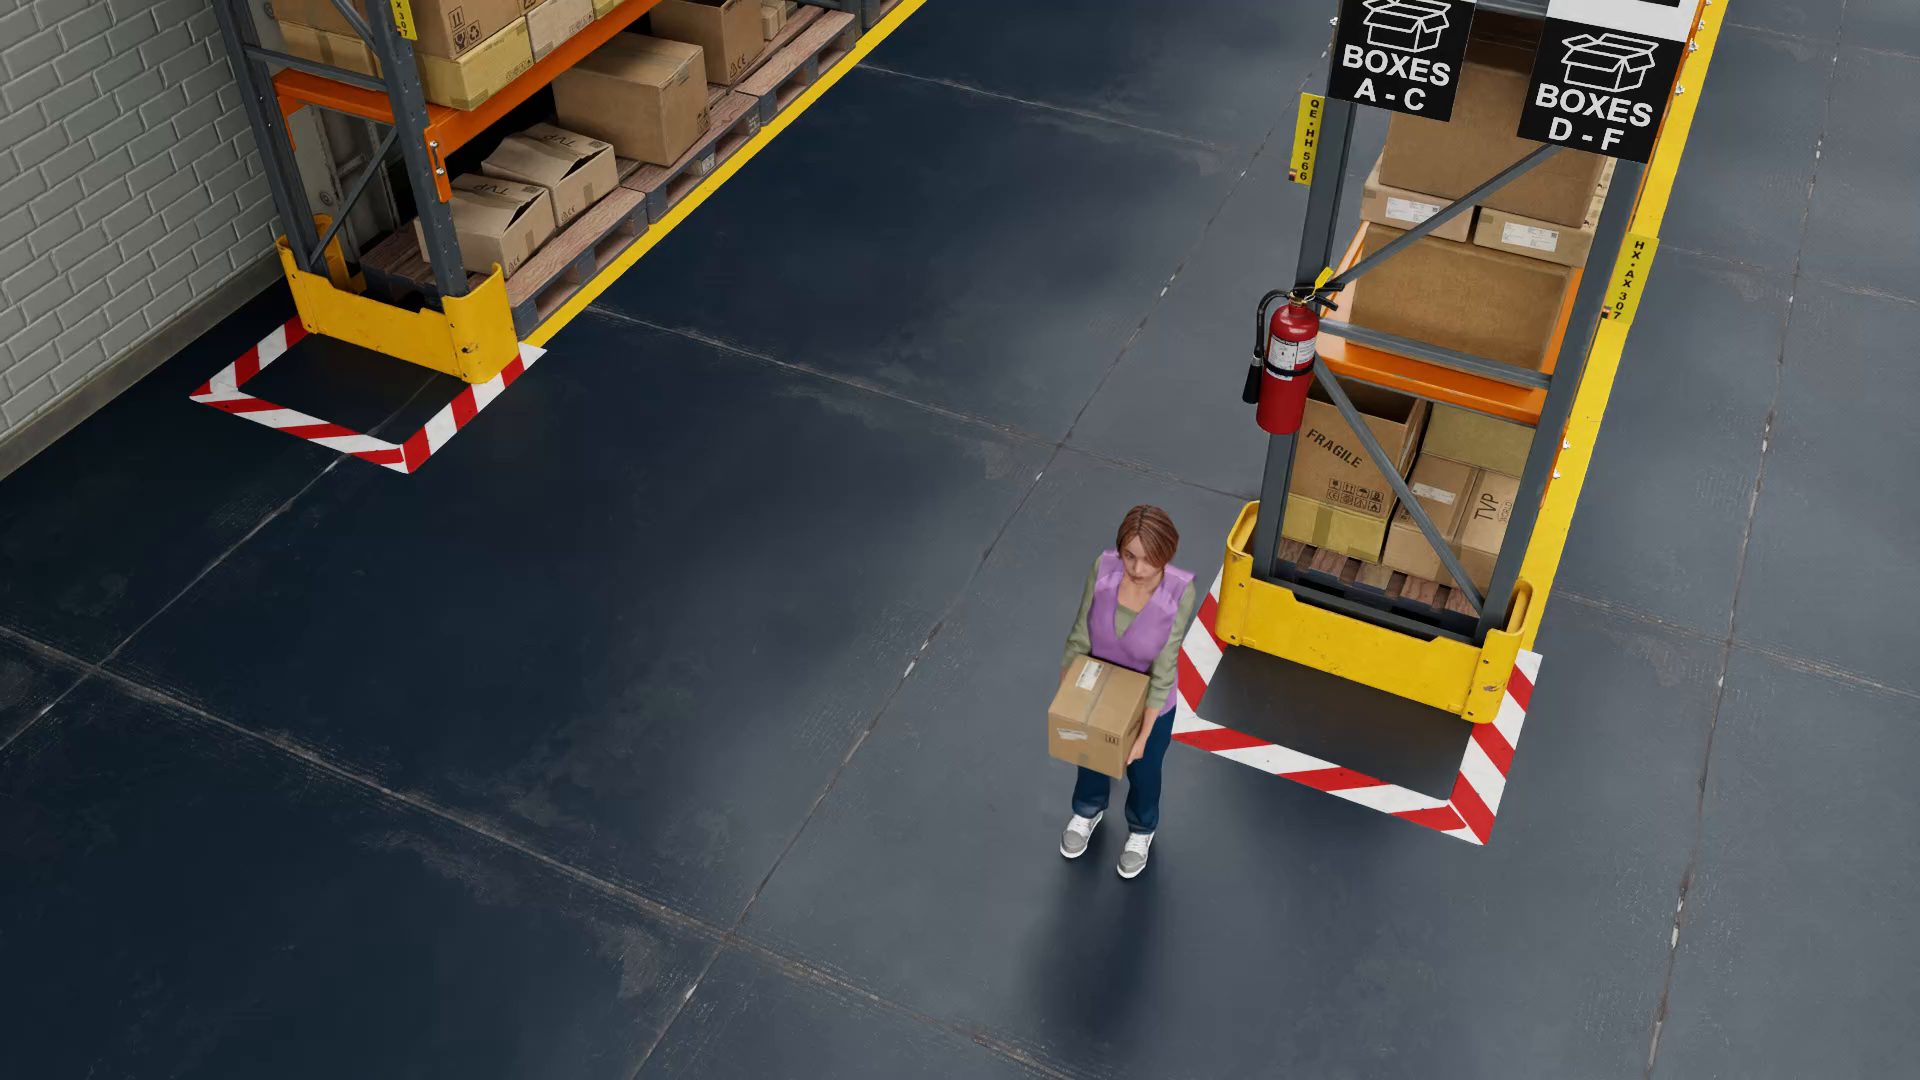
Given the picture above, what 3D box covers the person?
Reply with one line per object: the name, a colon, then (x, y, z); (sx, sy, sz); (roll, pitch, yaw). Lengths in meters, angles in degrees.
person: (0.528, 0.568, 5.553); (0.375, 1.599, 0.499); (17, 45, 18)
